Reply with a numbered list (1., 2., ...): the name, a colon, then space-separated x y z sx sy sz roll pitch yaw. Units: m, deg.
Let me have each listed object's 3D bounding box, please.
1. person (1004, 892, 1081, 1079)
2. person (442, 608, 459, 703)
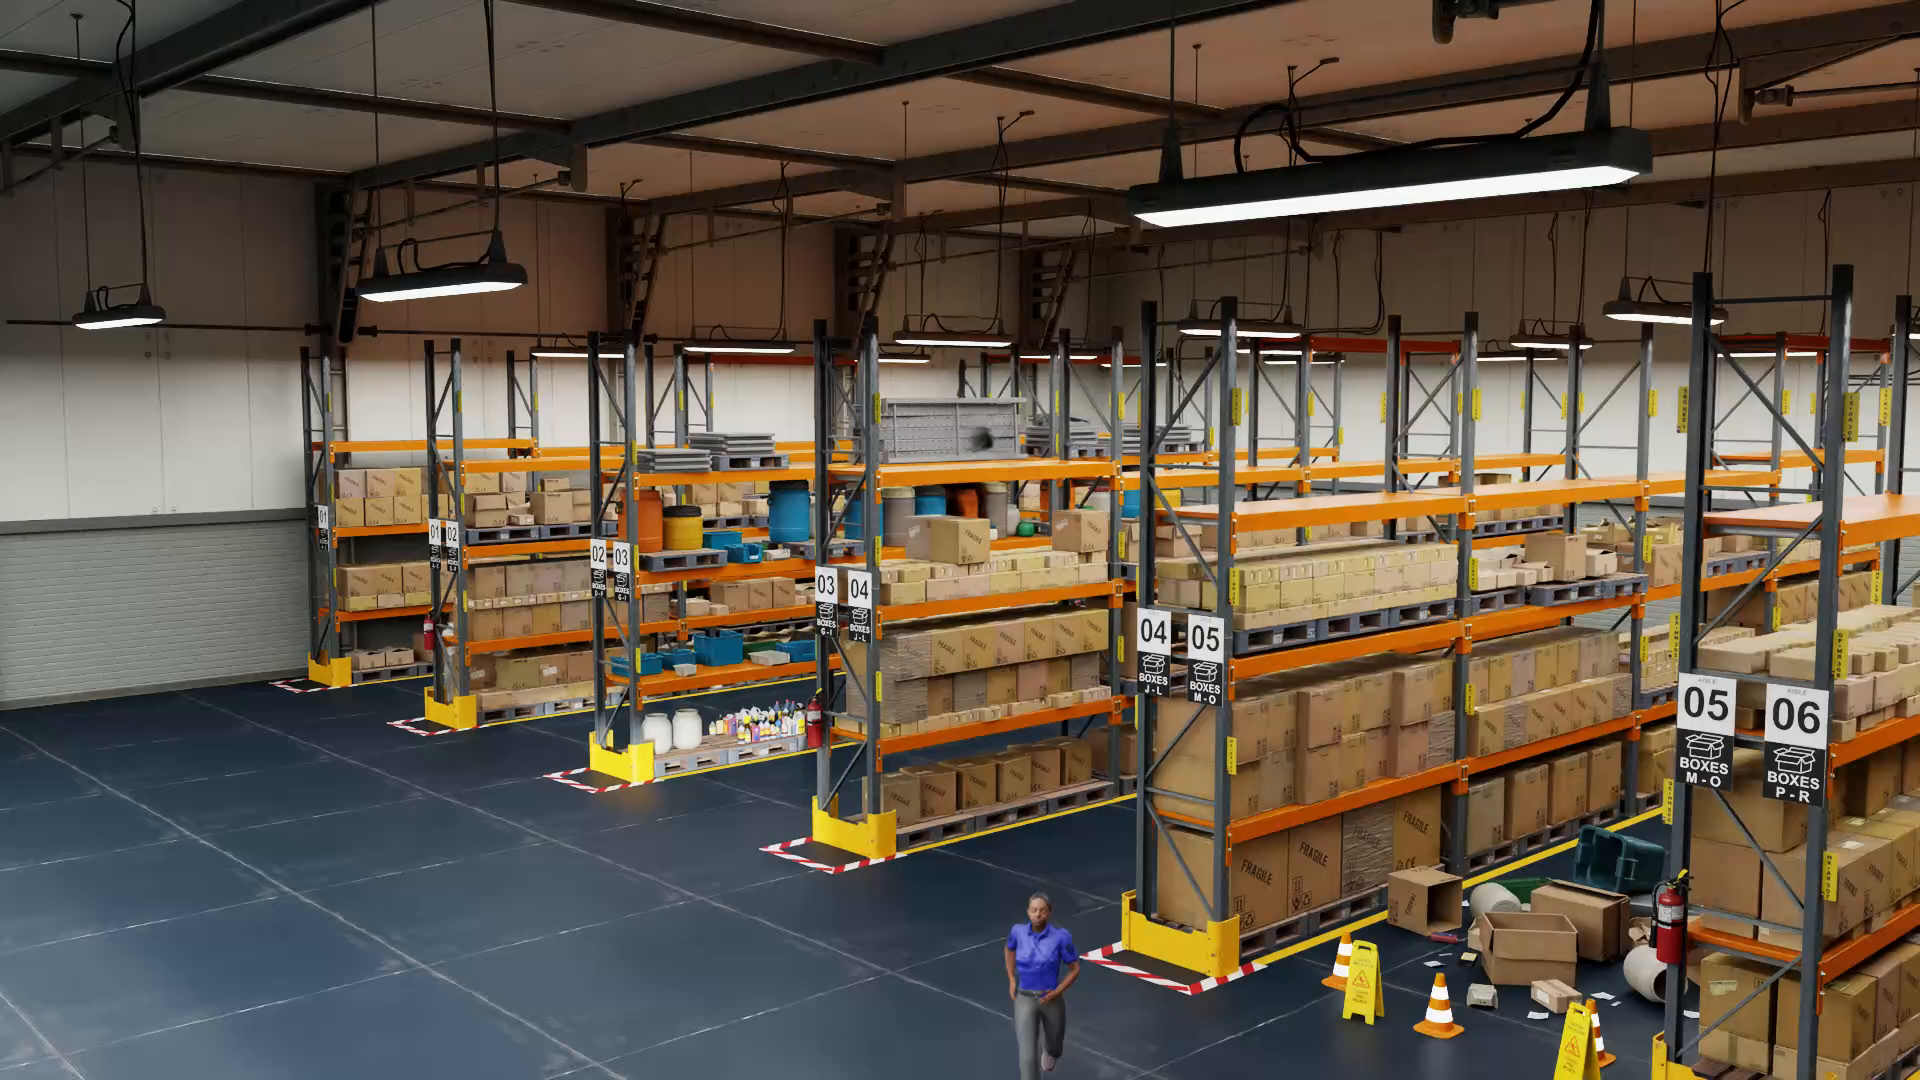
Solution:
1. person: 0.585 3.327 11.884 0.547 1.670 1.051 0 5 3
2. person: -8.403 1.925 27.618 0.605 1.618 0.730 4 6 35
